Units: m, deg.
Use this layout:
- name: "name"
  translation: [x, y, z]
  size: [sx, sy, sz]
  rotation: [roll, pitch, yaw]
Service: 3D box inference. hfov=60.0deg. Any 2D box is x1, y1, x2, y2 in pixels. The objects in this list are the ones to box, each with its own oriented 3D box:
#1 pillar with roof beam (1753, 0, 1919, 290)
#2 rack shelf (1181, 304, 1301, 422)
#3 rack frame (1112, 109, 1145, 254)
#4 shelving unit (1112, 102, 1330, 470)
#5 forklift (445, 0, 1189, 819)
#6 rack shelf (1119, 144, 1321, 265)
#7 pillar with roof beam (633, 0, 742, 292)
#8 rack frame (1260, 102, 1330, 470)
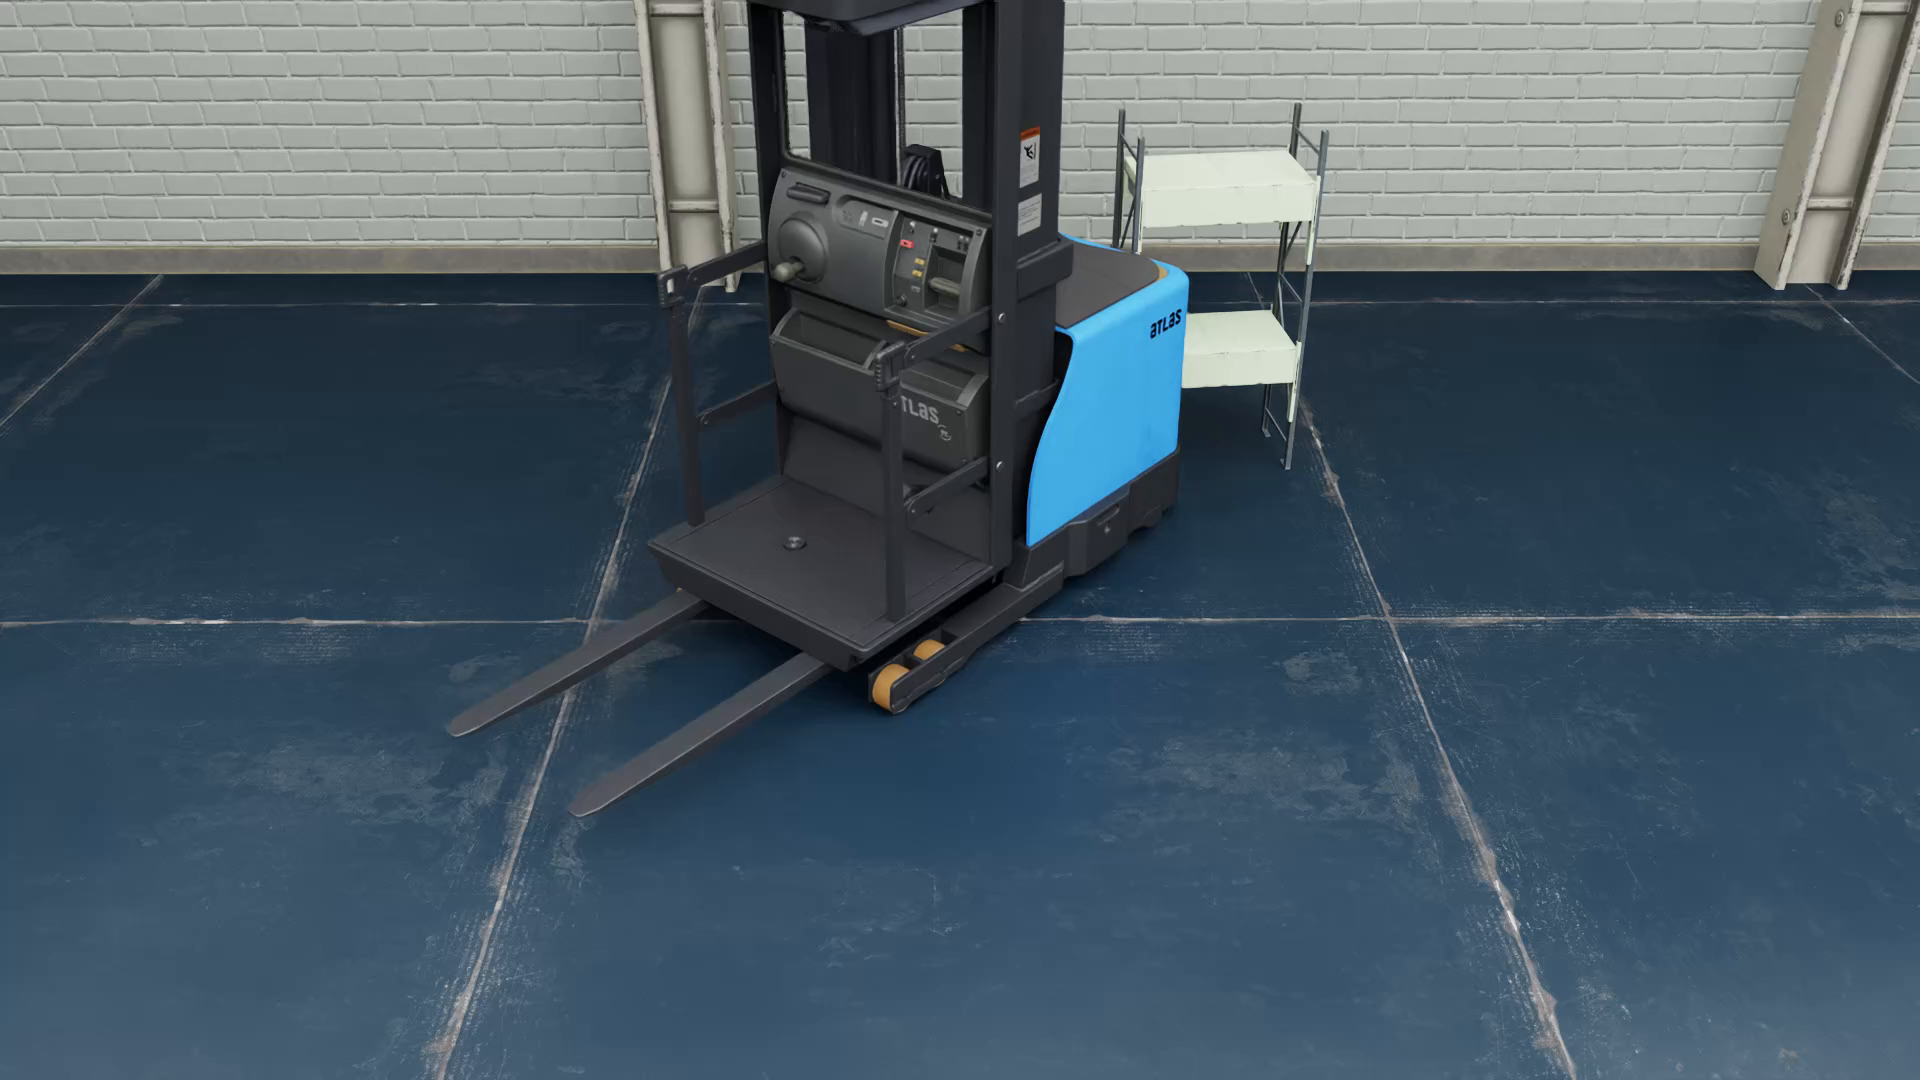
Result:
- name: "pillar with roof beam"
  translation: [4.621, -3.047, 3.097]
  size: [0.400, 9.000, 9.100]
  rotation: [0, 31, 0]
- name: "rack shelf"
  translation: [1.042, -0.748, 7.165]
  size: [0.720, 0.370, 0.431]
  rotation: [-4, 31, -6]
- name: "rack frame"
  translation: [0.679, -1.004, 6.958]
  size: [0.023, 1.500, 0.400]
  rotation: [-4, 31, -6]
- name: "shelving unit"
  translation: [1.042, -1.026, 6.996]
  size: [0.755, 1.500, 0.431]
  rotation: [-4, 31, -6]
- name: "forklift"
  translation: [-0.428, -0.949, 5.489]
  size: [1.130, 2.935, 3.031]
  rotation: [23, 38, 33]
- name: "rack shelf"
  translation: [1.042, -1.360, 6.793]
  size: [0.720, 0.370, 0.431]
  rotation: [-4, 31, -6]
- name: "pillar with roof beam"
  translation: [-1.379, -3.028, 3.066]
  size: [0.400, 9.000, 9.100]
  rotation: [0, 31, 0]
- name: "rack frame"
  translation: [1.405, -1.049, 7.033]
  size: [0.023, 1.500, 0.400]
  rotation: [-4, 31, -6]
